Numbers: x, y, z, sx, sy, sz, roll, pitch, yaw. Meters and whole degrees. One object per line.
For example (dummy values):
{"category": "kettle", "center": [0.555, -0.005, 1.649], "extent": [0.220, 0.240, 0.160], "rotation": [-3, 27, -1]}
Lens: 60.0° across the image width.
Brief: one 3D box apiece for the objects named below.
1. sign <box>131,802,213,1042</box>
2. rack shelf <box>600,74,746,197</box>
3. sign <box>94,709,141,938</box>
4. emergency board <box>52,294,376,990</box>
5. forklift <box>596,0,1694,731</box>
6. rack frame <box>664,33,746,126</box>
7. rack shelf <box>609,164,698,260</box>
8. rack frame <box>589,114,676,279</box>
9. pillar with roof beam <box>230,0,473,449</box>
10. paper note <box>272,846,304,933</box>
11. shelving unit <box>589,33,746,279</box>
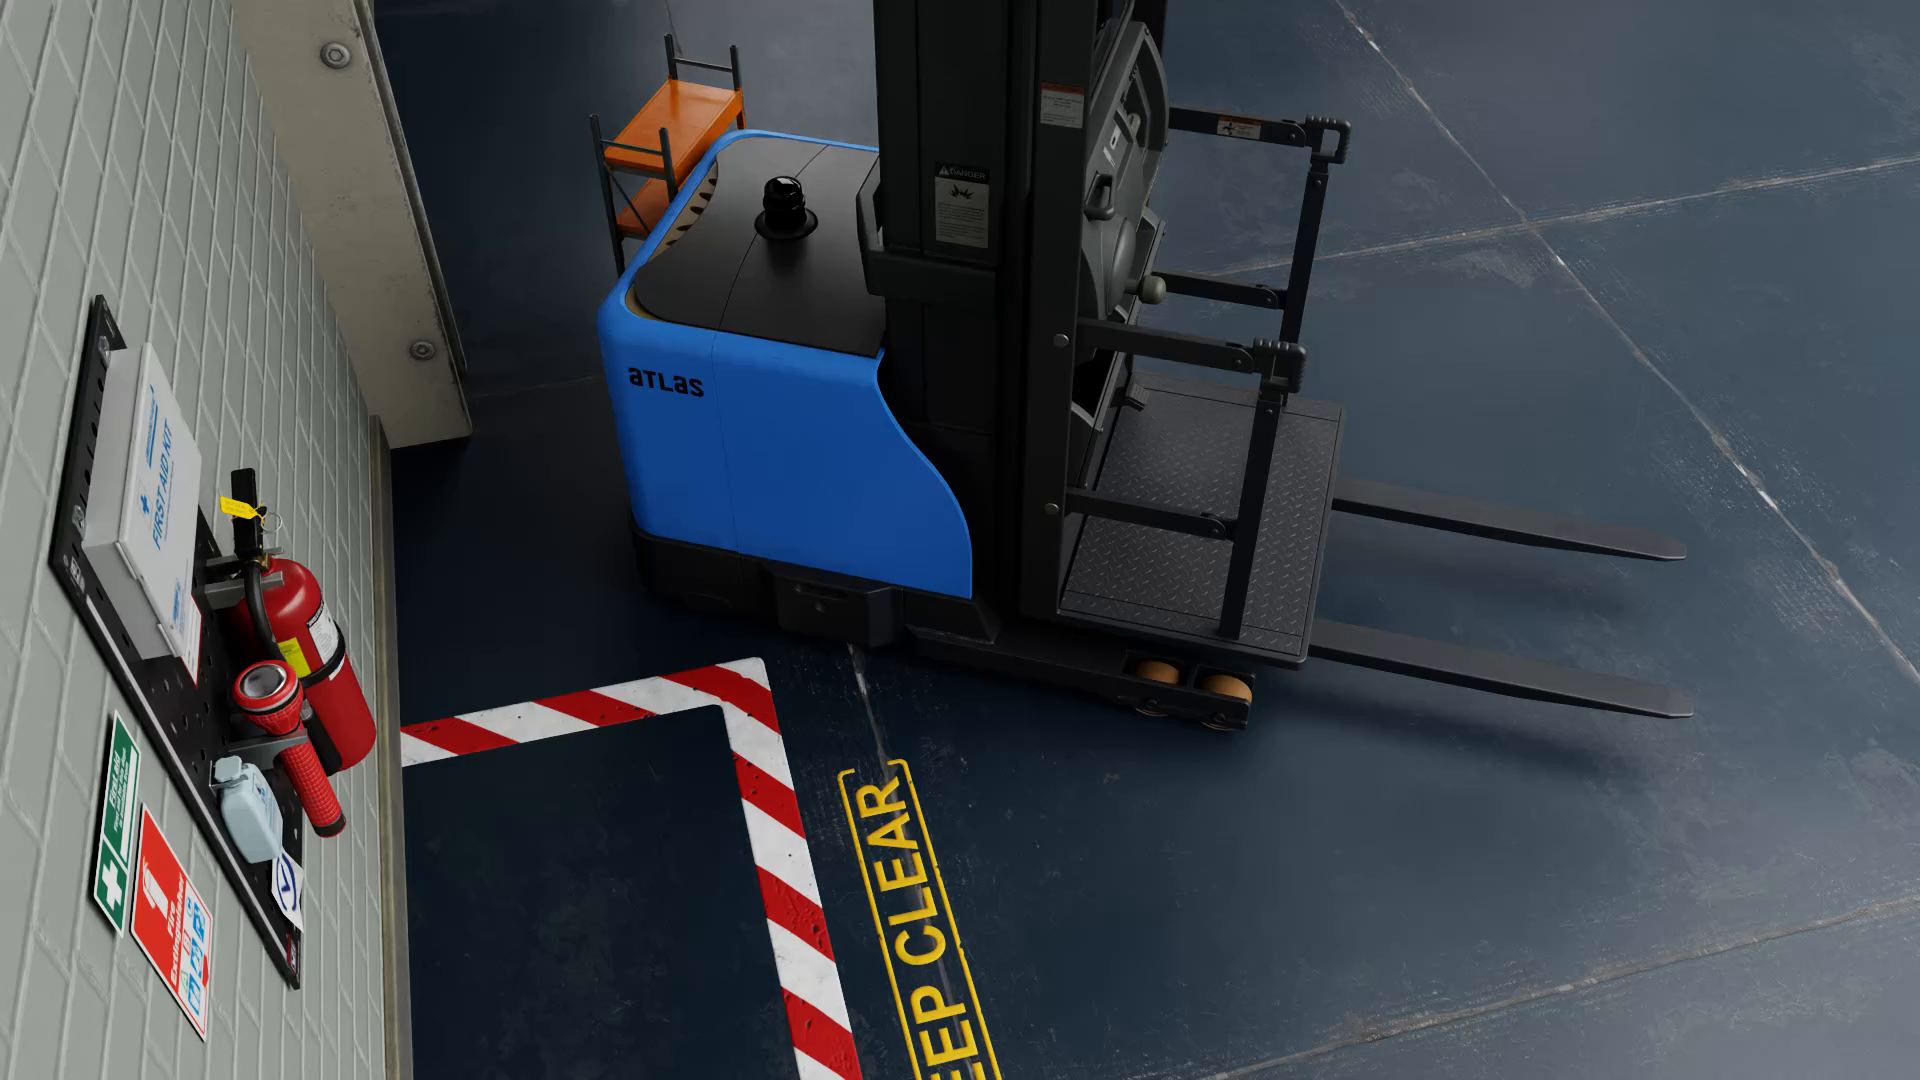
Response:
{"category": "sign", "center": [-1.203, 0.588, 2.548], "extent": [0.001, 0.329, 0.234], "rotation": [-11, 47, -10]}
{"category": "rack shelf", "center": [-0.867, -1.210, 5.045], "extent": [0.258, 0.148, 0.480], "rotation": [14, 47, 13]}
{"category": "sign", "center": [-1.195, 0.398, 2.364], "extent": [0.001, 0.109, 0.331], "rotation": [-11, 47, -10]}
{"category": "emergency board", "center": [-1.245, 0.200, 2.953], "extent": [0.194, 1.169, 0.643], "rotation": [-11, 47, -10]}
{"category": "forklift", "center": [0.601, -0.909, 4.089], "extent": [3.031, 2.935, 1.130], "rotation": [11, 47, 11]}
{"category": "rack frame", "center": [-0.789, -1.100, 5.487], "extent": [0.240, 1.200, 0.015], "rotation": [14, 47, 13]}
{"category": "rack shelf", "center": [-0.867, -1.044, 5.214], "extent": [0.258, 0.148, 0.480], "rotation": [14, 47, 13]}
{"category": "rack frame", "center": [-0.945, -0.769, 5.164], "extent": [0.240, 1.200, 0.015], "rotation": [14, 47, 13]}
{"category": "pillar with roof beam", "center": [2.321, -4.400, 3.261], "extent": [9.100, 9.000, 0.400], "rotation": [-11, 47, -10]}
{"category": "paper note", "center": [-1.266, 0.643, 3.136], "extent": [0.016, 0.148, 0.142], "rotation": [-11, 47, -10]}
{"category": "shelving unit", "center": [-0.867, -0.934, 5.326], "extent": [0.258, 1.200, 0.503], "rotation": [14, 47, 13]}
